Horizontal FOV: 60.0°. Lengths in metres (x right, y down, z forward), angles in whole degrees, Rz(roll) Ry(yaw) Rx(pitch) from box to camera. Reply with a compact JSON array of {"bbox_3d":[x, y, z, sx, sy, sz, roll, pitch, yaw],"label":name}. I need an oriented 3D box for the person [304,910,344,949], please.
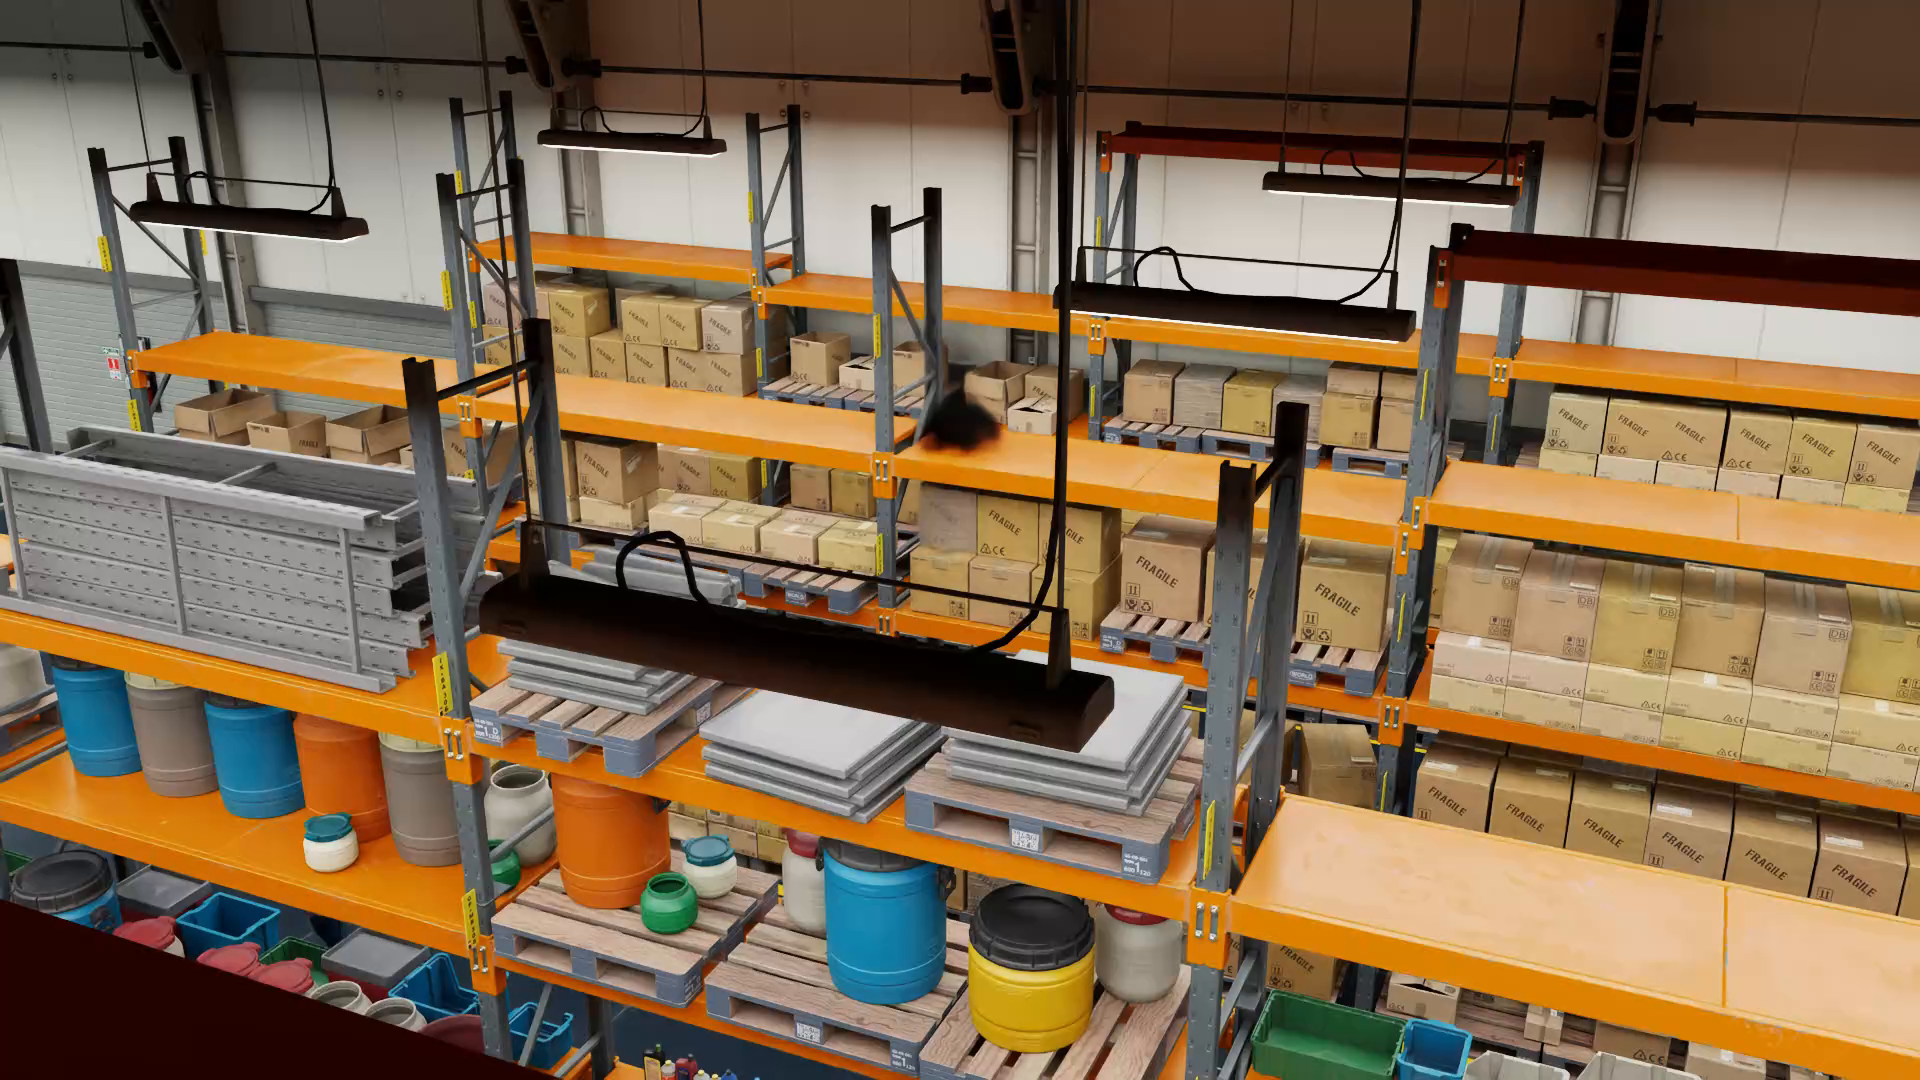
[{"bbox_3d":[-4.855,2.880,12.835,0.758,1.556,0.494,17,26,37],"label":"person"}]
